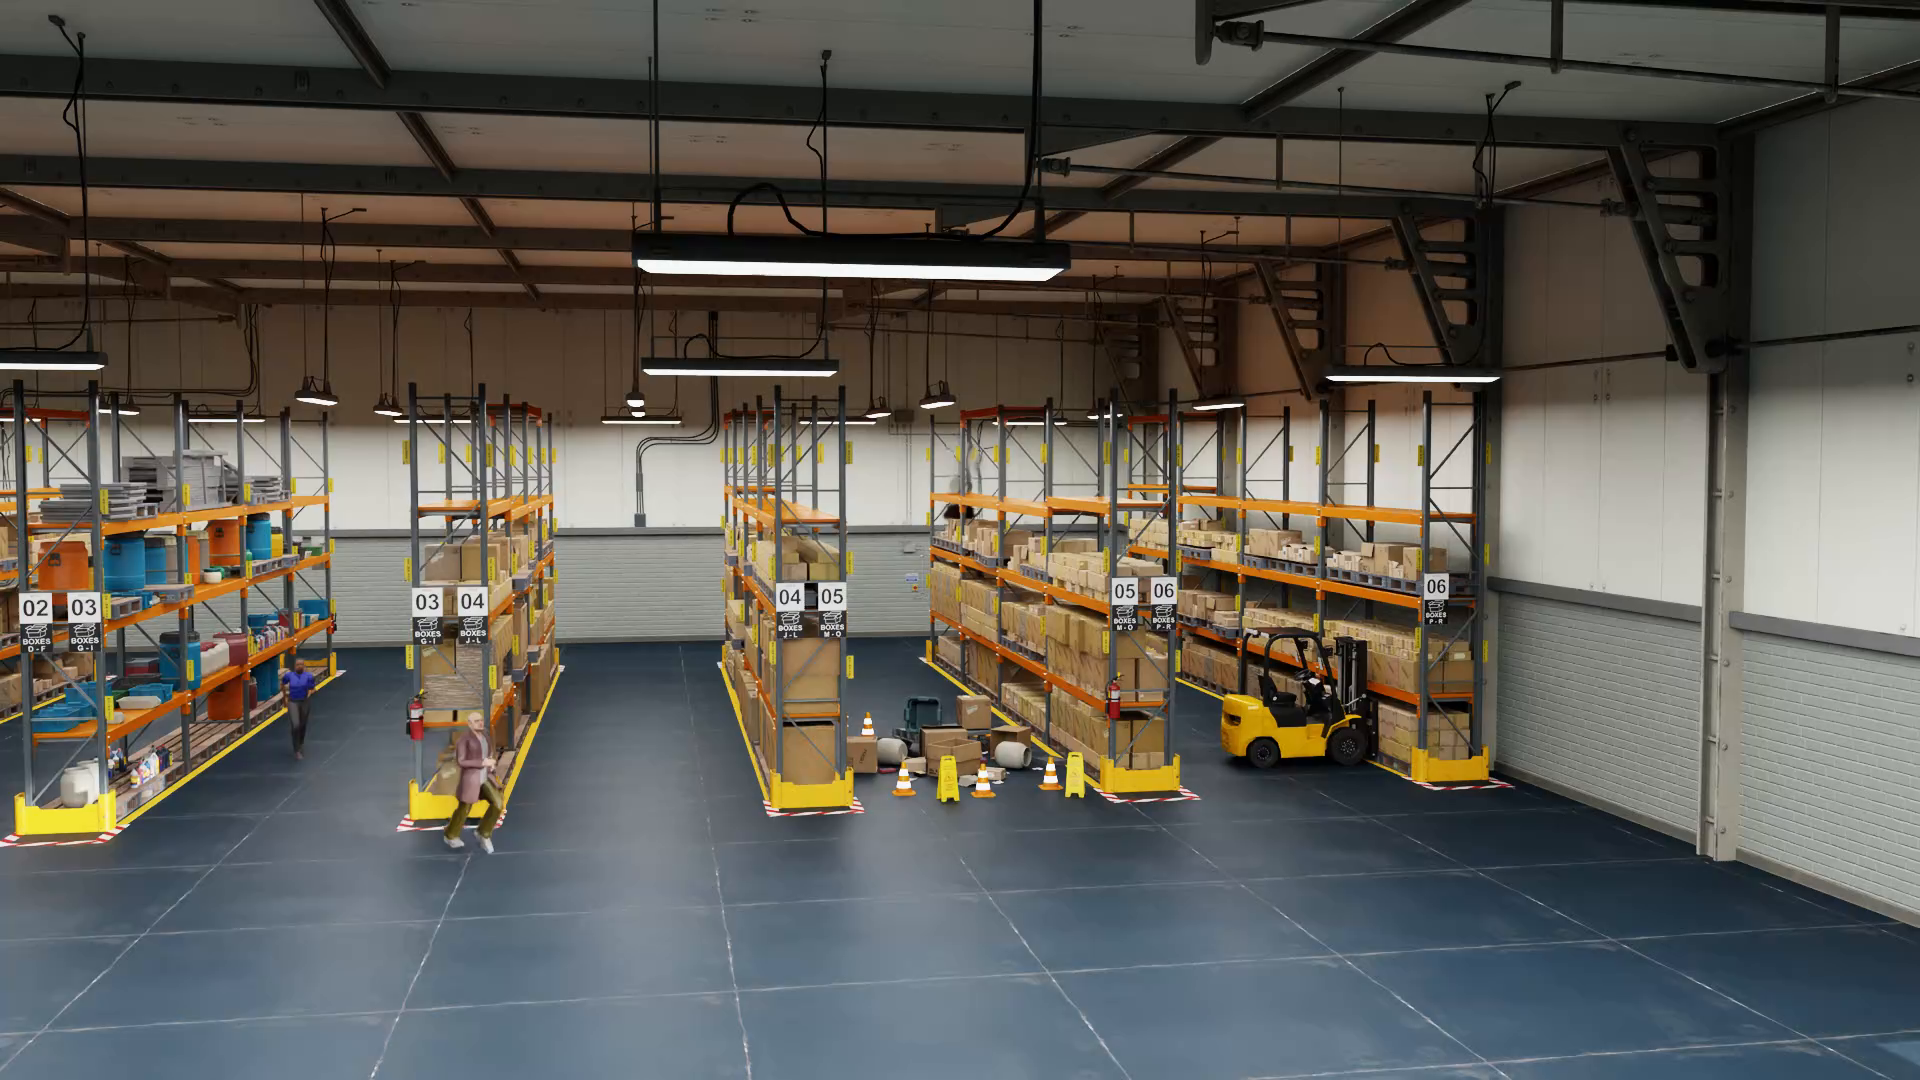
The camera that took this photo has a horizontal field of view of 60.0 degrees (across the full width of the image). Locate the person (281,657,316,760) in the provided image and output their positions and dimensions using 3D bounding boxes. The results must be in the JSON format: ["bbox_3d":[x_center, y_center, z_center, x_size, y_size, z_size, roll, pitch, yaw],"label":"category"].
[{"bbox_3d":[-10.999,2.796,27.681,0.505,1.708,0.869,-2,3,-34],"label":"person"}]

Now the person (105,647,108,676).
[{"bbox_3d":[-19.745,2.272,37.882,0.733,1.671,0.621,0,3,-9],"label":"person"}]

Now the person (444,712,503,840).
[{"bbox_3d":[-6.091,2.977,20.975,0.920,1.642,0.735,2,4,35],"label":"person"}]
